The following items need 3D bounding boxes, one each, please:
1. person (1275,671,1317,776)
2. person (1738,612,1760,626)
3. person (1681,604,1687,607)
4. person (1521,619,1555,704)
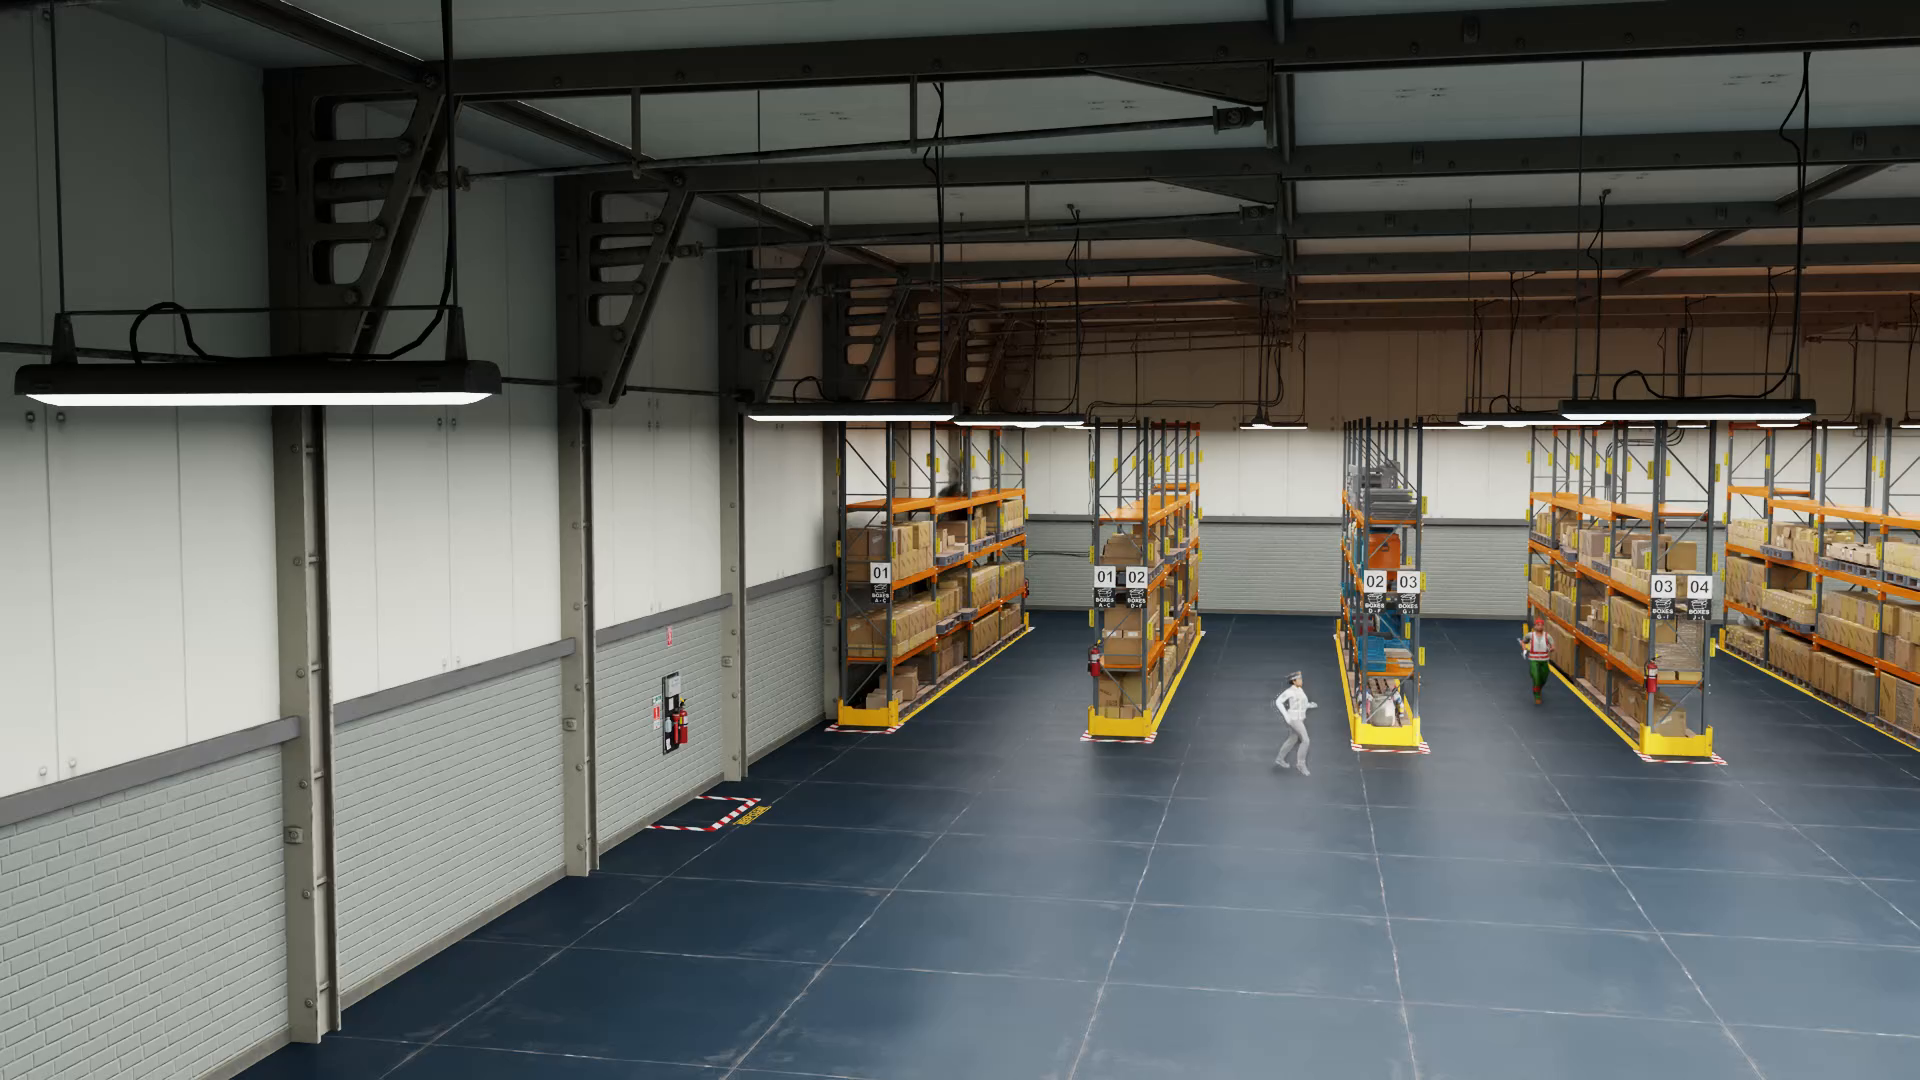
[{"bbox_3d":[5.641,3.065,27.934,0.733,1.753,0.578,2,4,30],"label":"person"},{"bbox_3d":[21.451,1.898,45.119,0.876,1.844,0.643,-1,4,-10],"label":"person"},{"bbox_3d":[18.814,2.108,43.393,0.610,1.648,0.641,2,4,27],"label":"person"},{"bbox_3d":[12.210,2.543,35.089,0.665,1.768,0.981,1,4,9],"label":"person"}]
